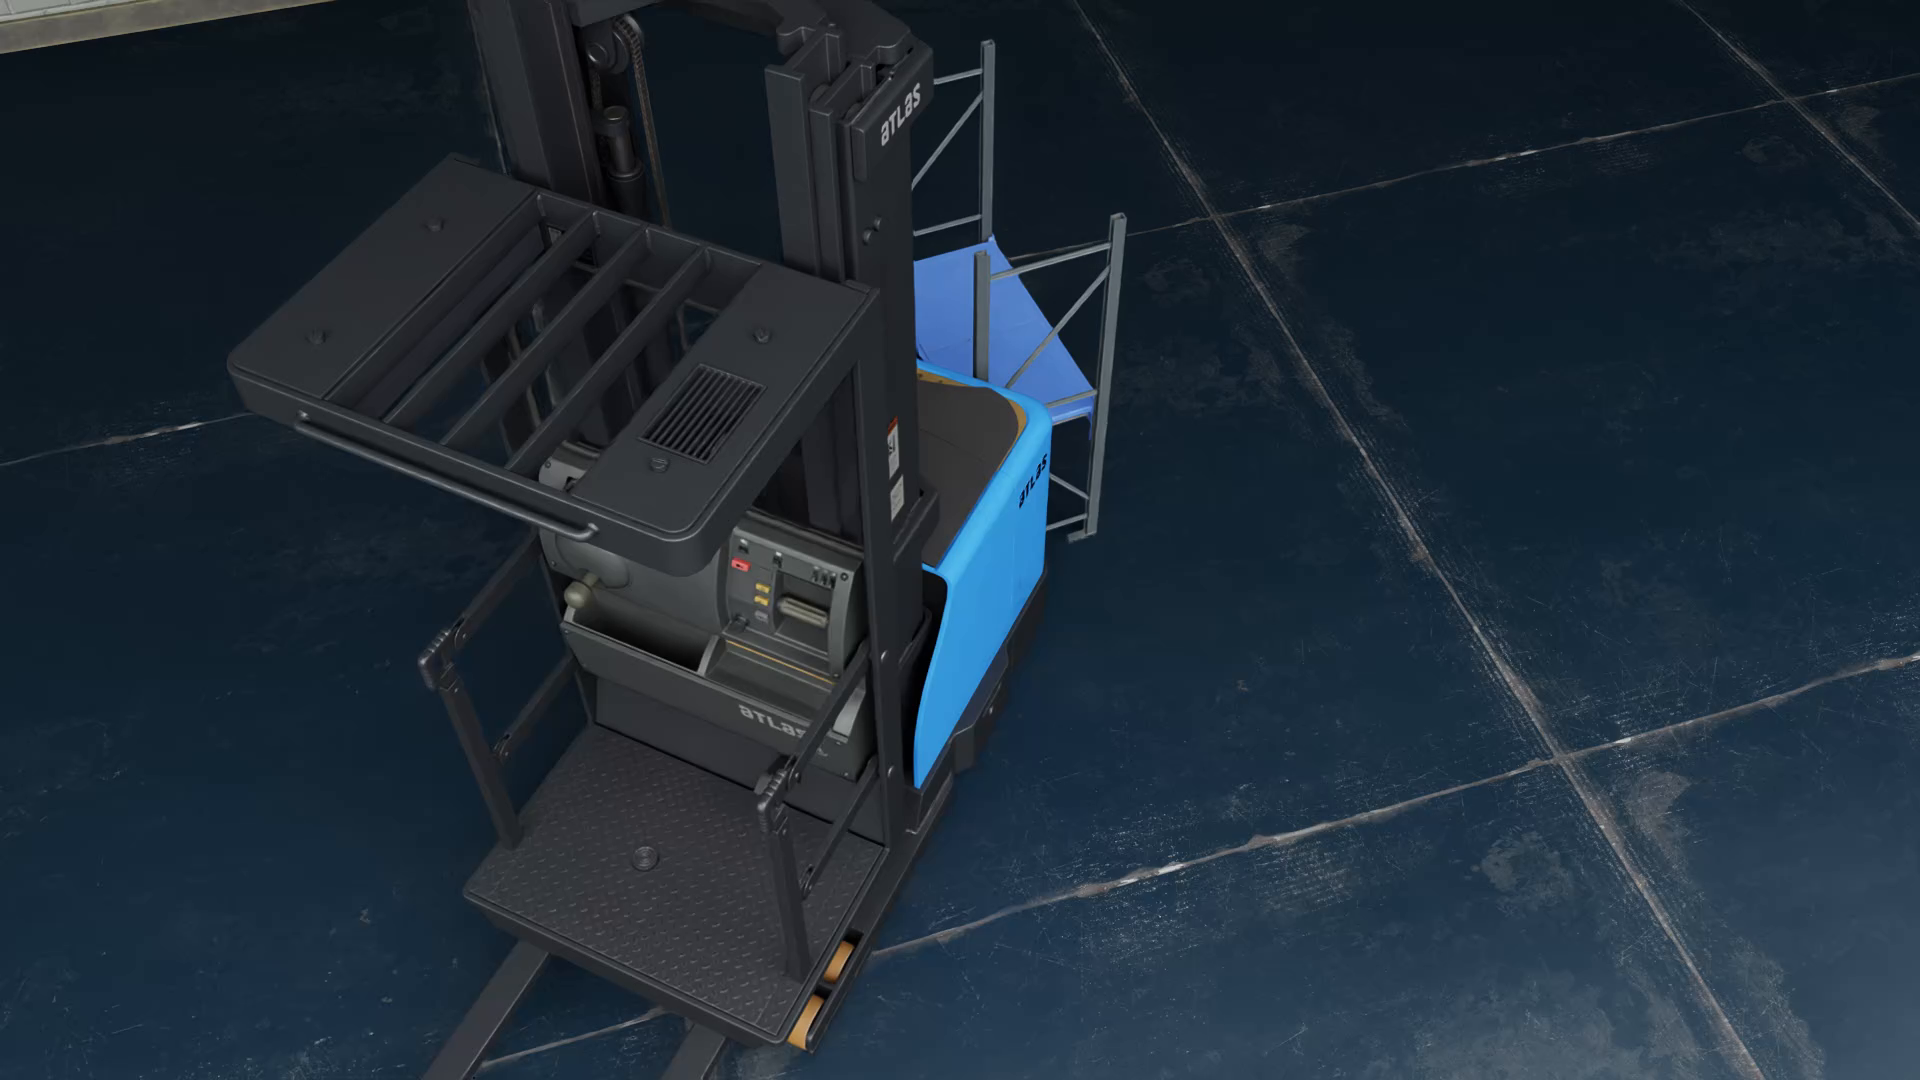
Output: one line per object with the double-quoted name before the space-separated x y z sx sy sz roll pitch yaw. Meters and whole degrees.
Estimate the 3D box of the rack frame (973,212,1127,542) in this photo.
"rack frame" 0.278 -0.446 5.645 0.500 1.500 0.032 -18 52 -14

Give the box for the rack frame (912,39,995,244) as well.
"rack frame" -0.114 -1.163 6.250 0.500 1.500 0.032 -18 52 -14

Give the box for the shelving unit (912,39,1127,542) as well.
"shelving unit" 0.082 -0.805 5.947 0.538 1.500 1.048 -18 52 -14

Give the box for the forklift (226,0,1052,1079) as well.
"forklift" -0.784 0.178 4.183 1.130 2.935 3.031 20 53 16

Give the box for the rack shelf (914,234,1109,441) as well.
"rack shelf" 0.082 -0.689 6.085 0.538 0.185 1.000 -18 52 -14
